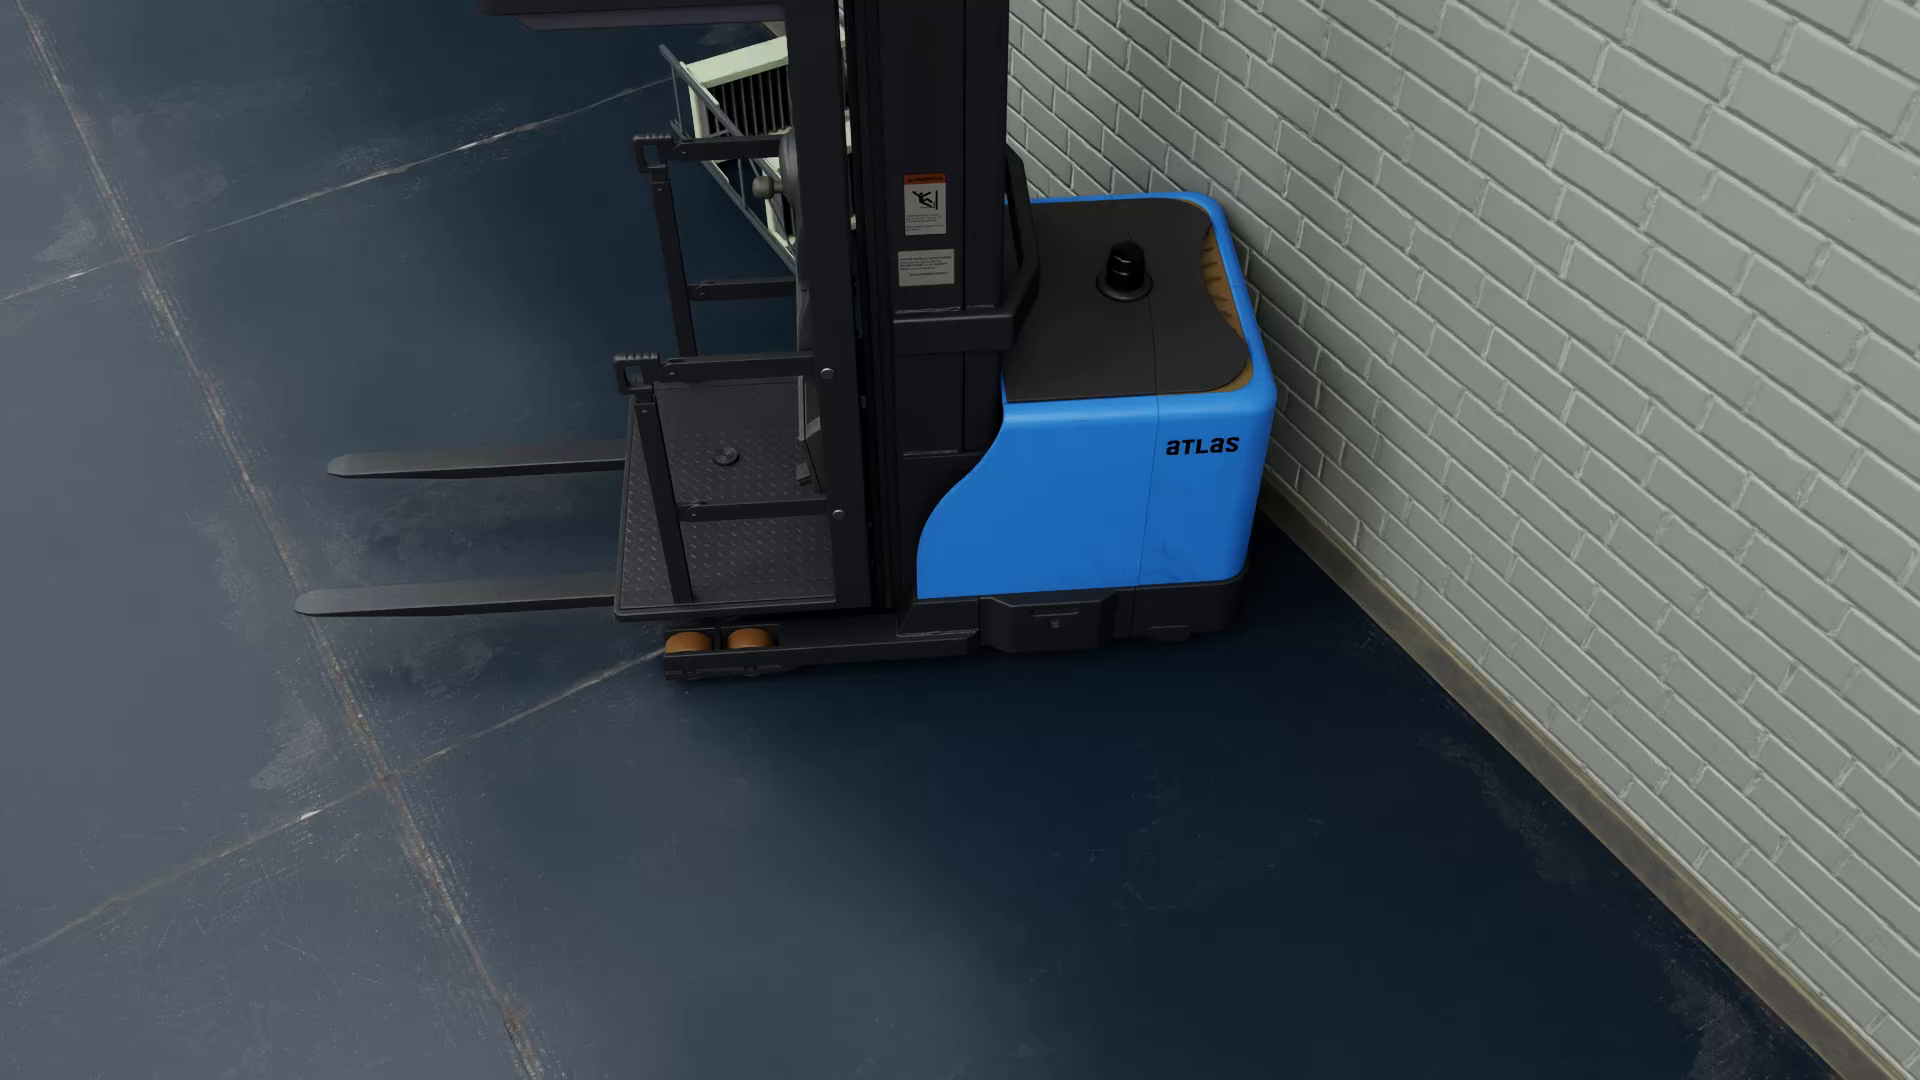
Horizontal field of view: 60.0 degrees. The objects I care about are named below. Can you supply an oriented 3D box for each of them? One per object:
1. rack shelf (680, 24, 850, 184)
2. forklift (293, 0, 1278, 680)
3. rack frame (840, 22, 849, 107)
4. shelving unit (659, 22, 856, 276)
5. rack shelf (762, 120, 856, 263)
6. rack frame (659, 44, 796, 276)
[{"bbox_3d":[-0.769,-1.874,7.119,0.720,0.431,0.370,-23,51,-20],"label":"rack shelf"},{"bbox_3d":[-0.624,-0.938,4.623,3.031,2.935,1.130,-3,48,-3],"label":"forklift"},{"bbox_3d":[-0.257,-1.764,7.013,0.023,0.400,1.500,-23,51,-20],"label":"rack frame"},{"bbox_3d":[-0.573,-1.629,6.888,0.755,0.431,1.500,-23,51,-20],"label":"shelving unit"},{"bbox_3d":[-0.409,-1.424,6.695,0.720,0.431,0.370,-23,51,-20],"label":"rack shelf"},{"bbox_3d":[-0.889,-1.494,6.763,0.023,0.400,1.500,-23,51,-20],"label":"rack frame"}]
